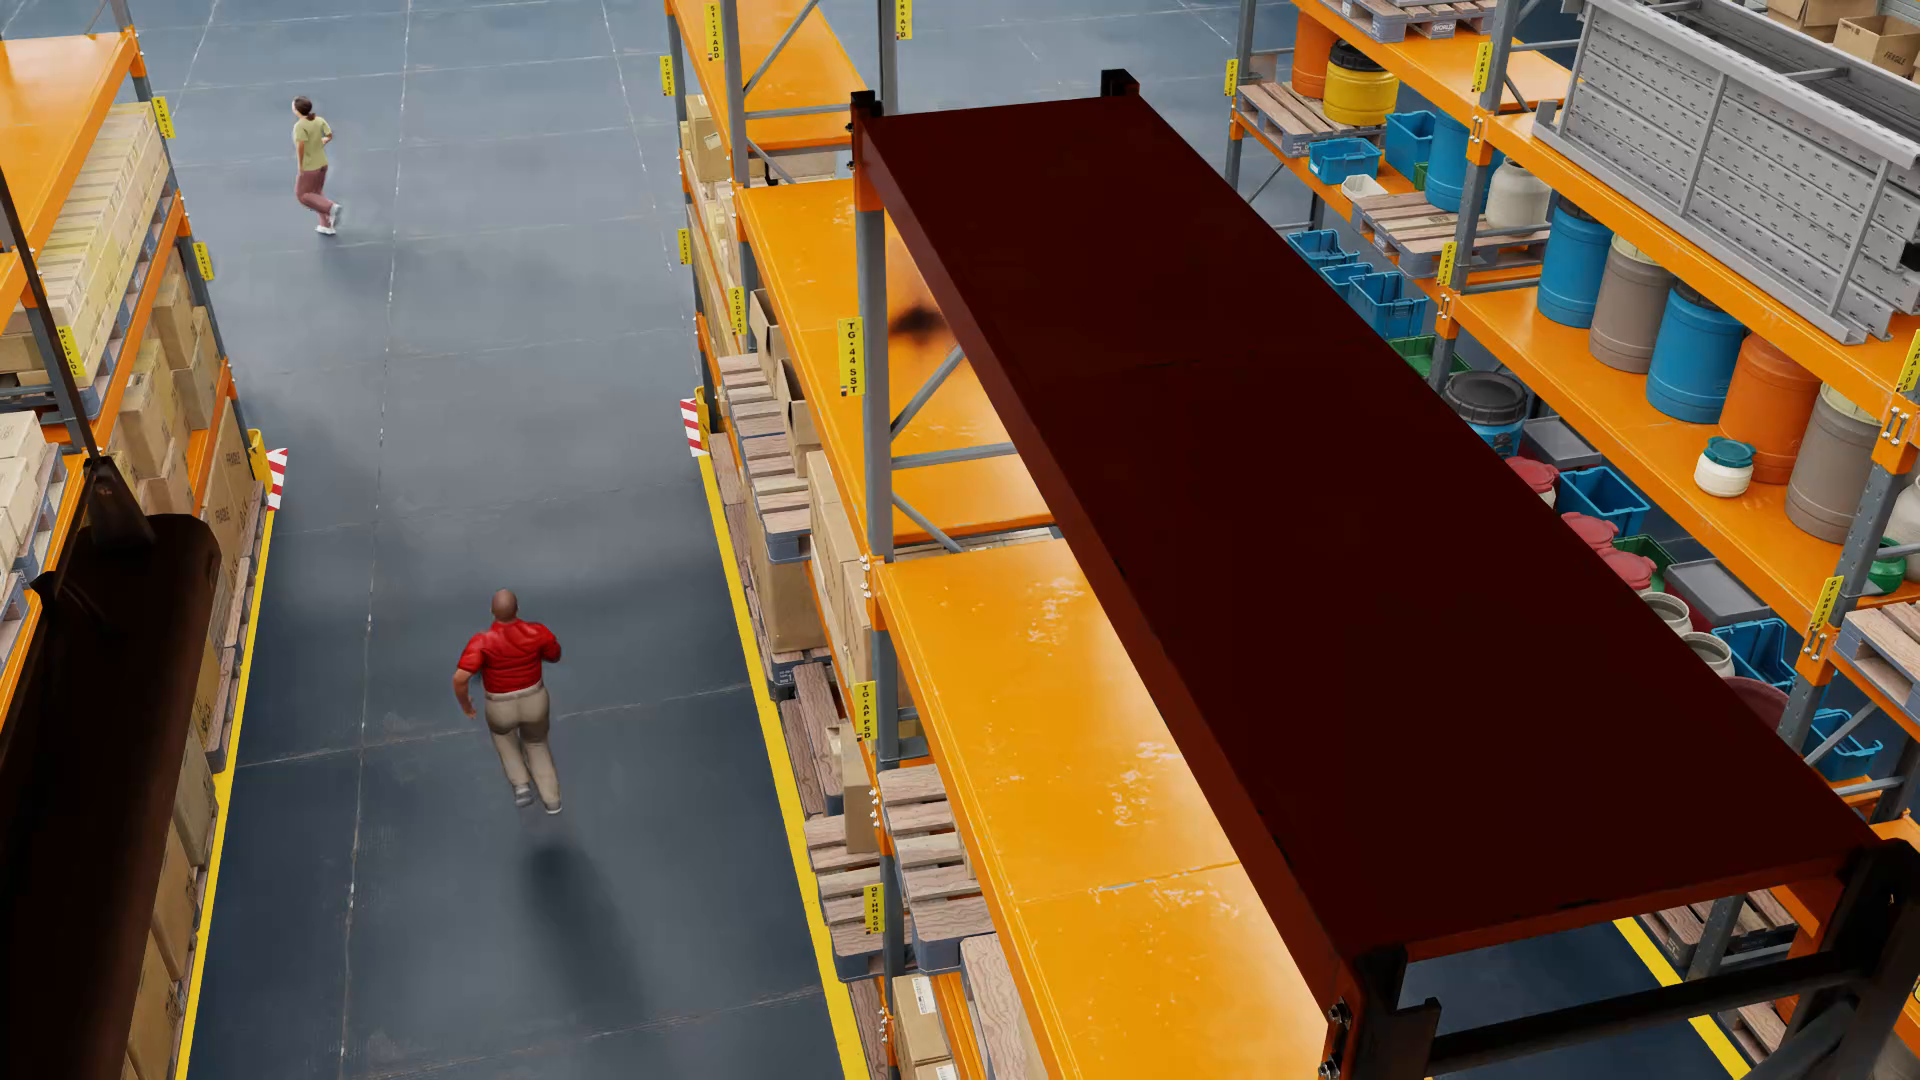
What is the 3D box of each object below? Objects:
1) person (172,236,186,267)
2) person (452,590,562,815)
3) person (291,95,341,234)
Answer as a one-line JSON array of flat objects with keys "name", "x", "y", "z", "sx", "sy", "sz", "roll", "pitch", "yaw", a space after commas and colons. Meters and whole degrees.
[{"name": "person", "x": -7.702, "y": -2.371, "z": 16.027, "sx": 0.690, "sy": 1.737, "sz": 0.747, "roll": 24, "pitch": 41, "yaw": 31}, {"name": "person", "x": -2.895, "y": 1.057, "z": 10.810, "sx": 0.691, "sy": 1.731, "sz": 0.809, "roll": -11, "pitch": 36, "yaw": -16}, {"name": "person", "x": -7.296, "y": -4.227, "z": 18.850, "sx": 0.578, "sy": 1.621, "sz": 0.610, "roll": 14, "pitch": 37, "yaw": 19}]
